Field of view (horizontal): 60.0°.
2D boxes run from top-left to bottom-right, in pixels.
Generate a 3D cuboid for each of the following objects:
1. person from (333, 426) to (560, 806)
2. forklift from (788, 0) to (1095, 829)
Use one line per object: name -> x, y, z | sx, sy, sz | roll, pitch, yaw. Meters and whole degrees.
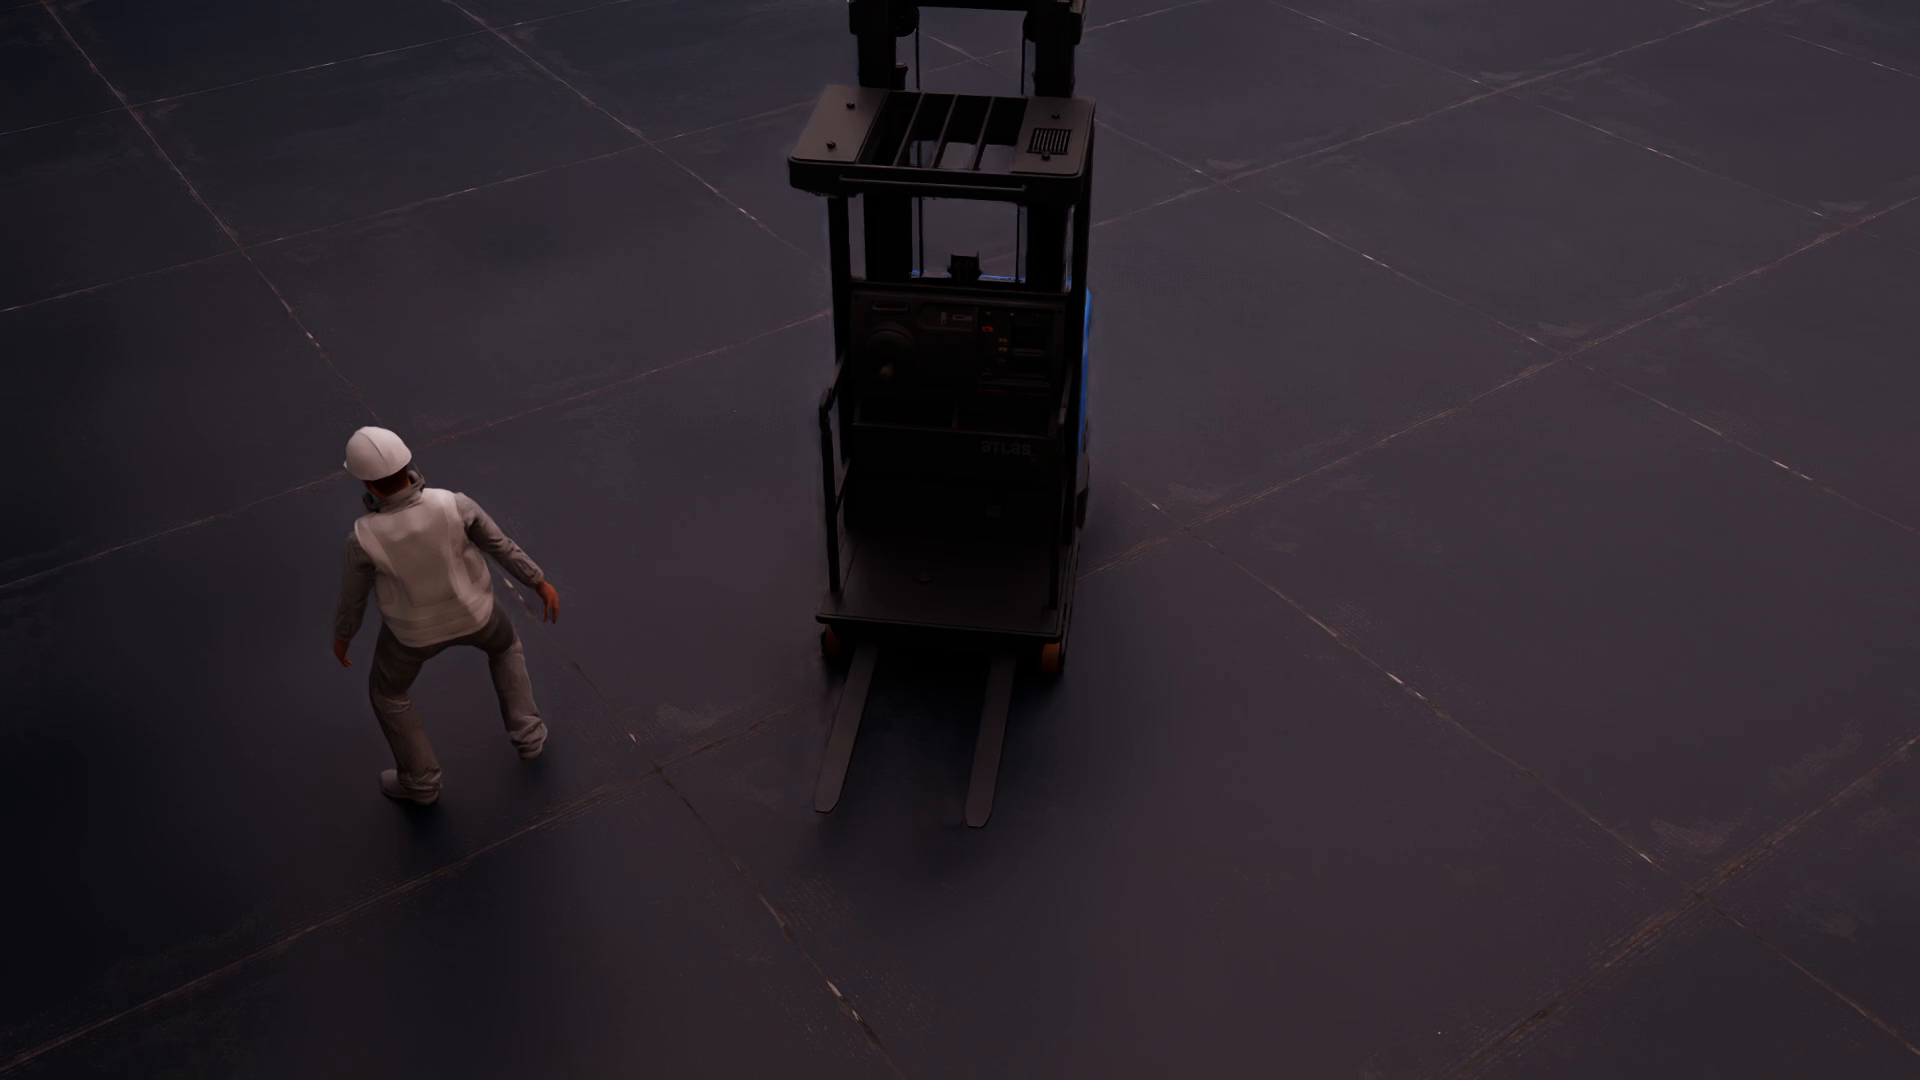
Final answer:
person -> -2.066, 0.263, 6.643 | 0.885, 1.689, 0.485 | -15, 39, -19
forklift -> -0.040, -0.790, 7.013 | 1.130, 2.935, 3.031 | 5, 37, 6
